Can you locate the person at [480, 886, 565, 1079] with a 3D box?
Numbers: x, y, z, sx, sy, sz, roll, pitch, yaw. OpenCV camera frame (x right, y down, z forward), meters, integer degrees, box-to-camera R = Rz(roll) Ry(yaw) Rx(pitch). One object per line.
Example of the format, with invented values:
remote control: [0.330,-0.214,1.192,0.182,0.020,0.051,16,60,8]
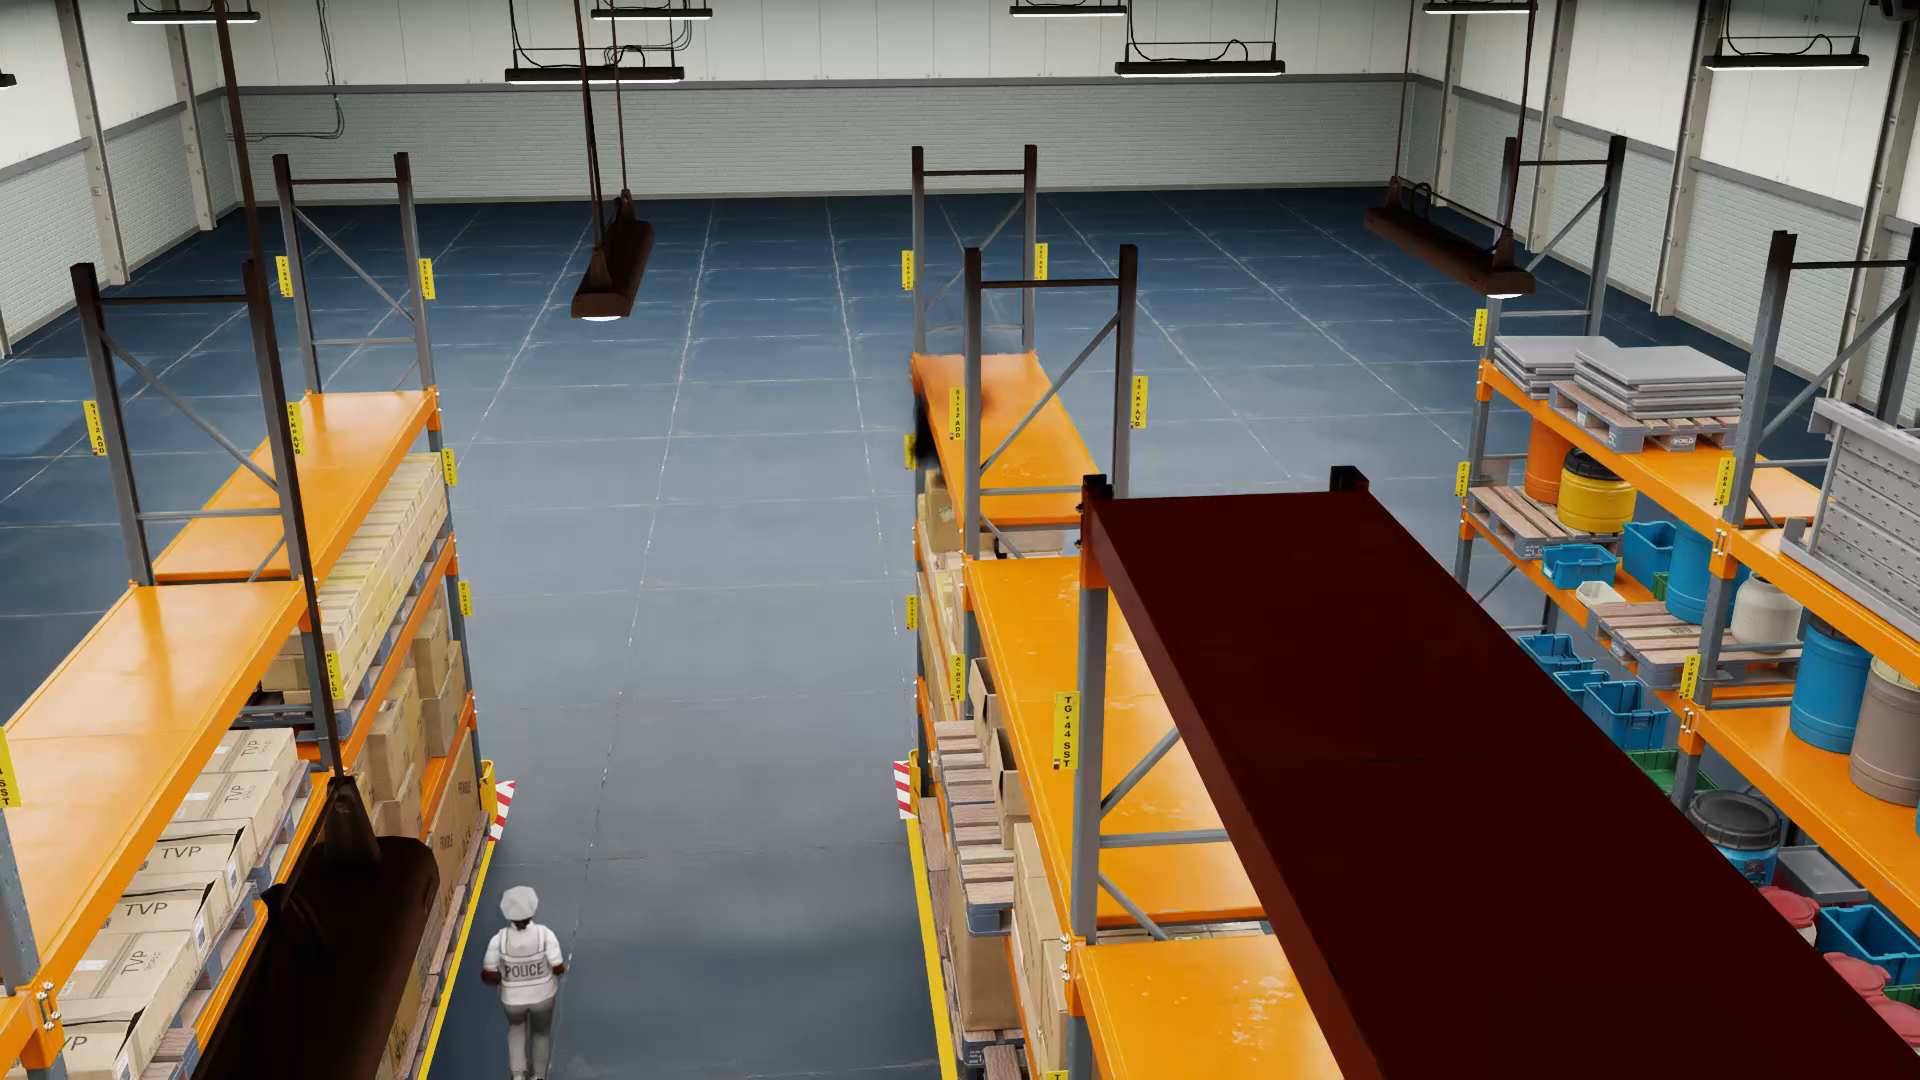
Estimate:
person: [-2.995,3.118,11.511,0.550,1.655,0.544,-4,22,-9]
